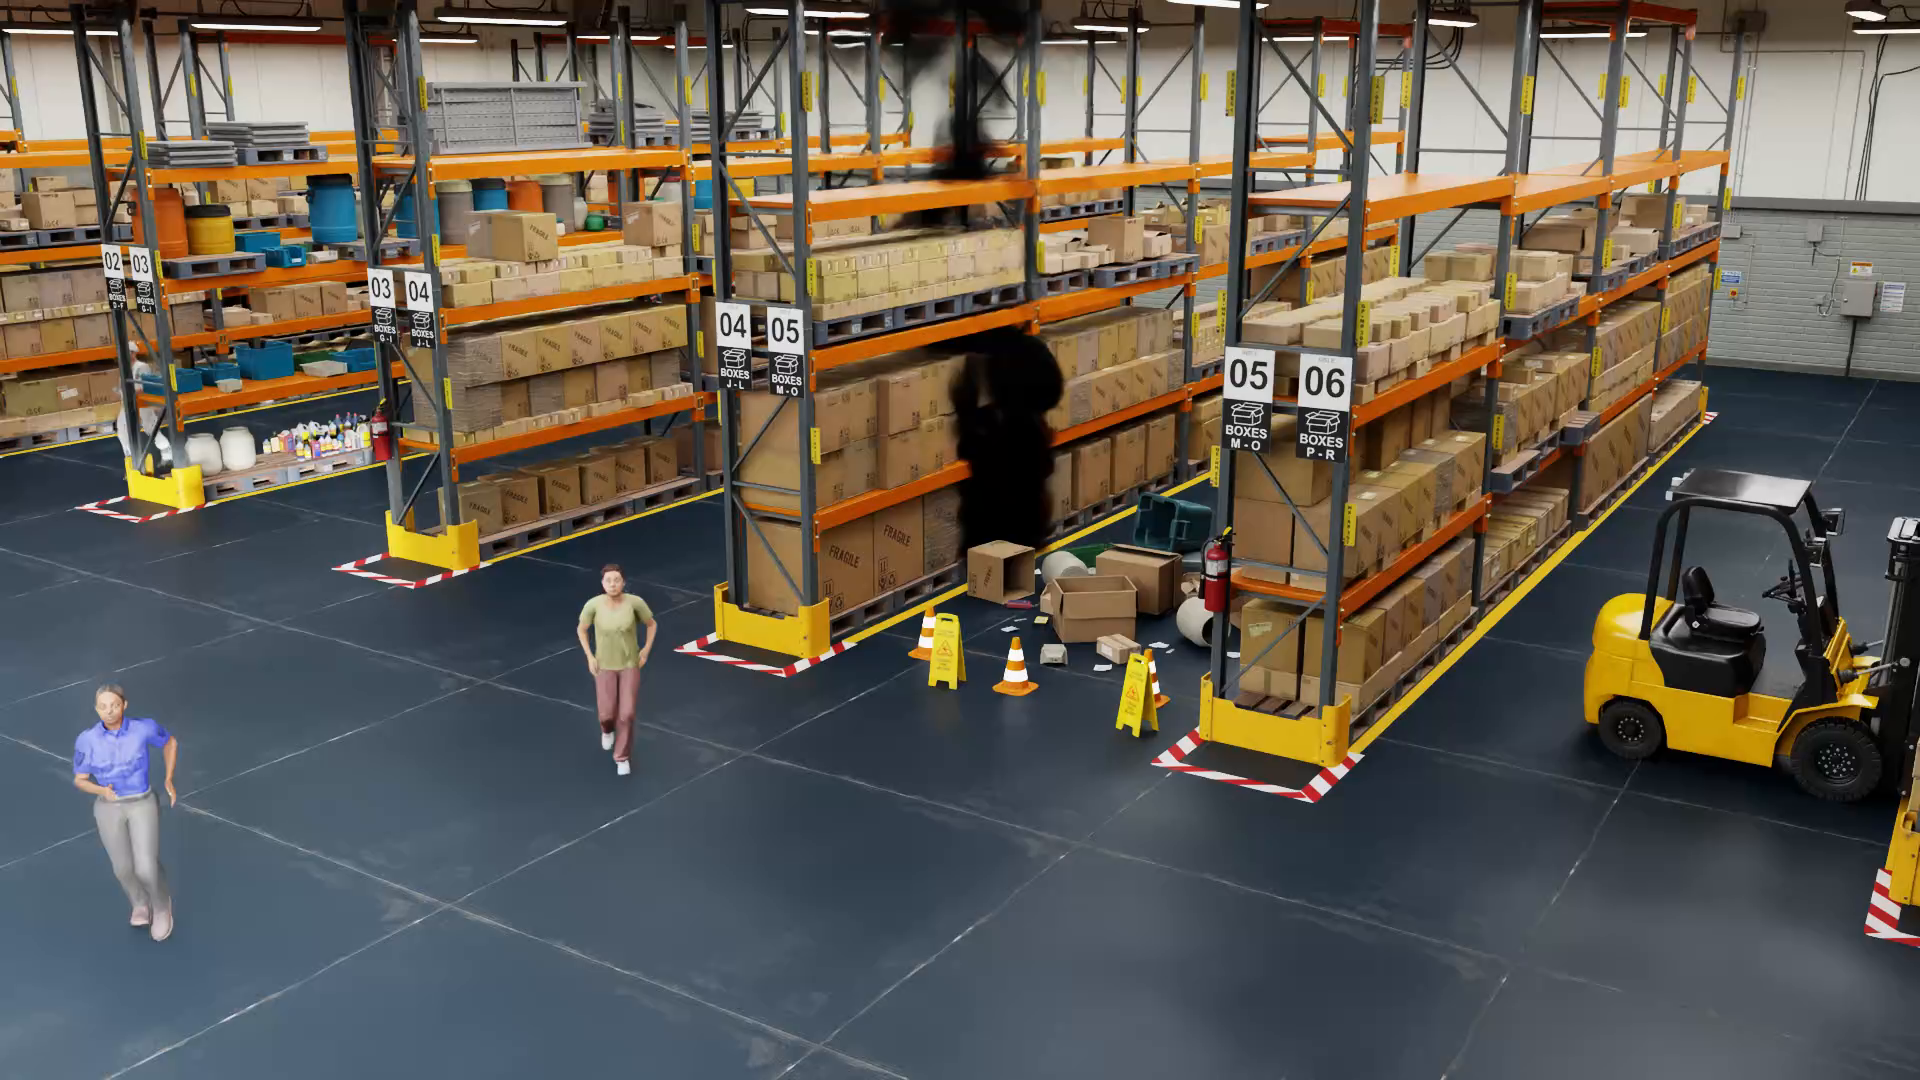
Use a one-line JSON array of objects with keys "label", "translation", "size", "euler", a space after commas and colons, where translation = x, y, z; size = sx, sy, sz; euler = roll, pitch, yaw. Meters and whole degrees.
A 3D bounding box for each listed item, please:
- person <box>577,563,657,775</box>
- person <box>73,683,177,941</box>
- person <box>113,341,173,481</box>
[{"label": "person", "translation": [-2.614, 0.952, 12.774], "size": [0.597, 1.642, 0.546], "euler": [-4, 16, -13]}, {"label": "person", "translation": [-5.057, 1.675, 10.138], "size": [0.544, 1.664, 0.688], "euler": [-5, 16, -17]}, {"label": "person", "translation": [-10.921, -1.736, 22.106], "size": [0.643, 1.844, 0.876], "euler": [4, 16, 15]}]
